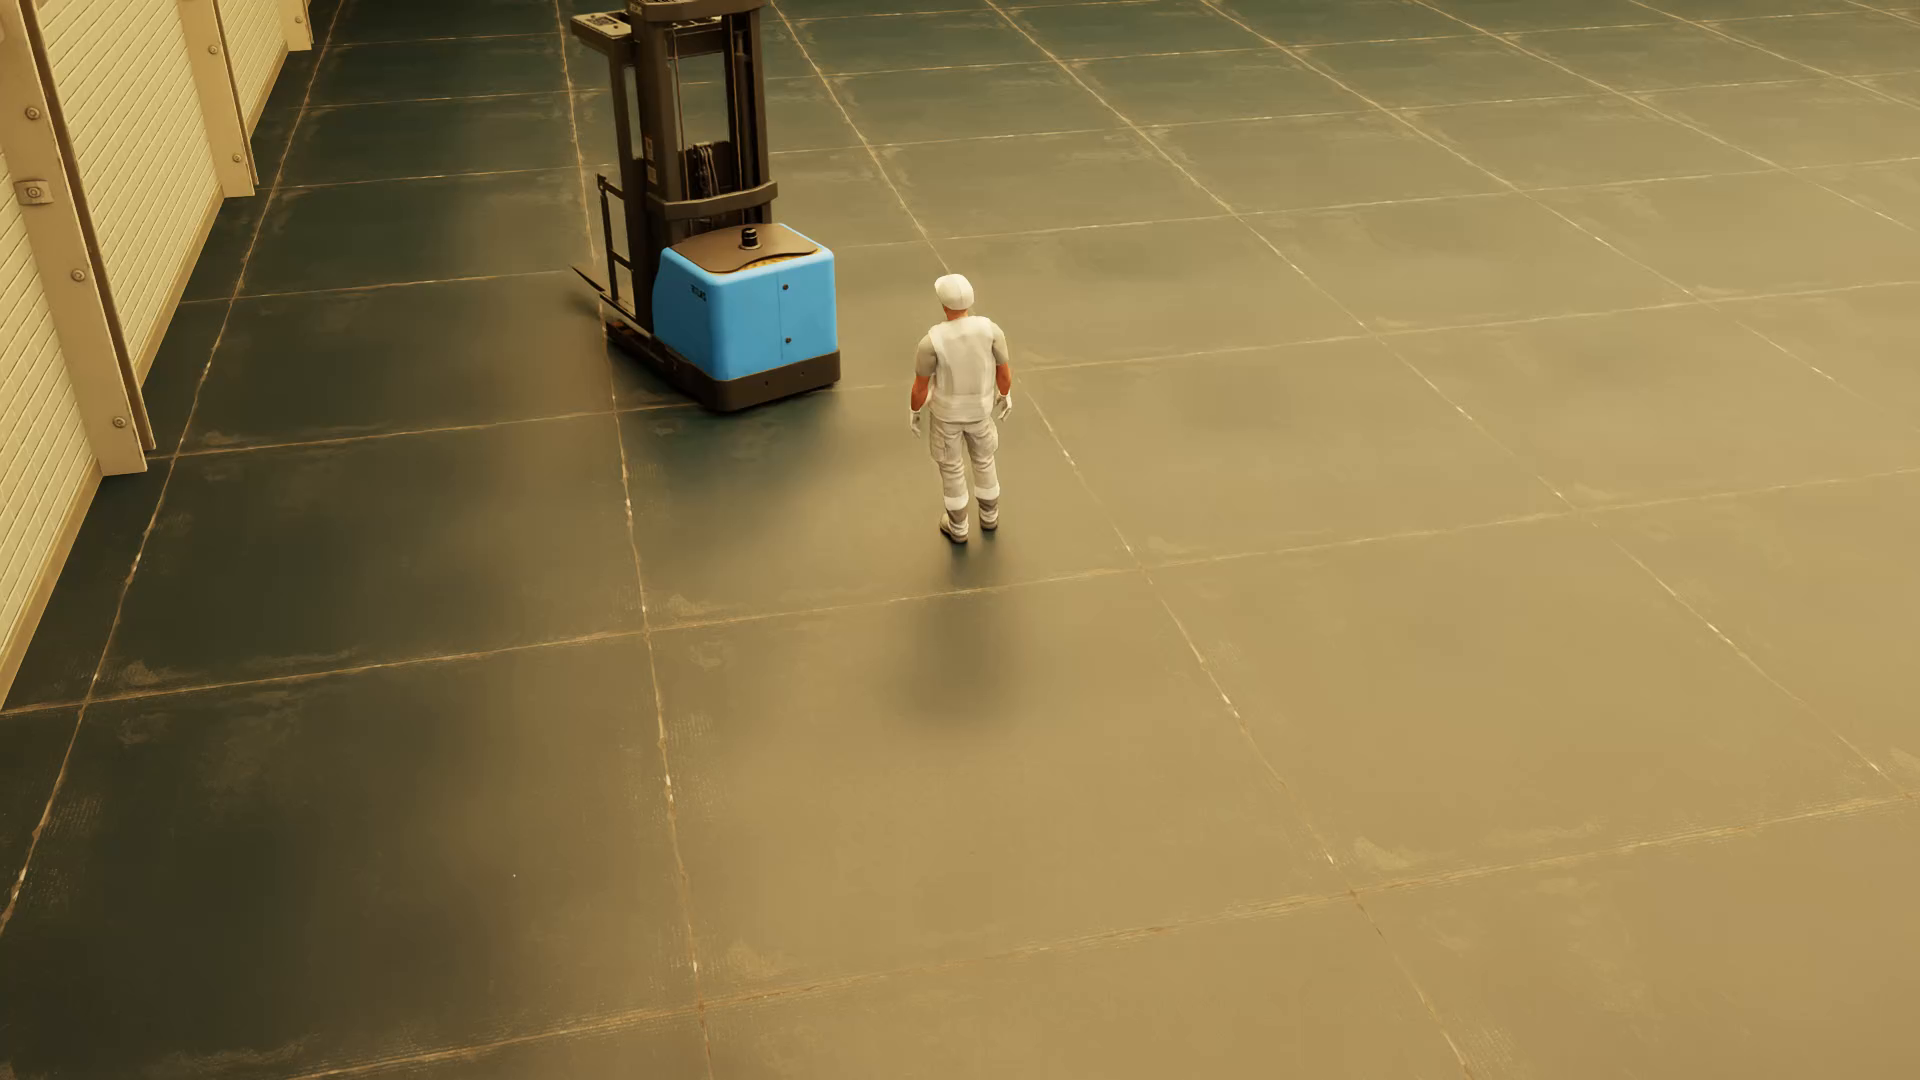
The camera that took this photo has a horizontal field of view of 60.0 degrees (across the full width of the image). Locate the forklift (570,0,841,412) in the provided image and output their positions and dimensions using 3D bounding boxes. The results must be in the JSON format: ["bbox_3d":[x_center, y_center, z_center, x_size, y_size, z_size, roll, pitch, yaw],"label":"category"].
[{"bbox_3d":[-2.147,-2.880,12.549,1.130,2.935,3.031,-19,35,-30],"label":"forklift"}]

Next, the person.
[{"bbox_3d":[-0.006,-0.821,10.118,0.637,1.787,0.564,-7,31,-12],"label":"person"}]
